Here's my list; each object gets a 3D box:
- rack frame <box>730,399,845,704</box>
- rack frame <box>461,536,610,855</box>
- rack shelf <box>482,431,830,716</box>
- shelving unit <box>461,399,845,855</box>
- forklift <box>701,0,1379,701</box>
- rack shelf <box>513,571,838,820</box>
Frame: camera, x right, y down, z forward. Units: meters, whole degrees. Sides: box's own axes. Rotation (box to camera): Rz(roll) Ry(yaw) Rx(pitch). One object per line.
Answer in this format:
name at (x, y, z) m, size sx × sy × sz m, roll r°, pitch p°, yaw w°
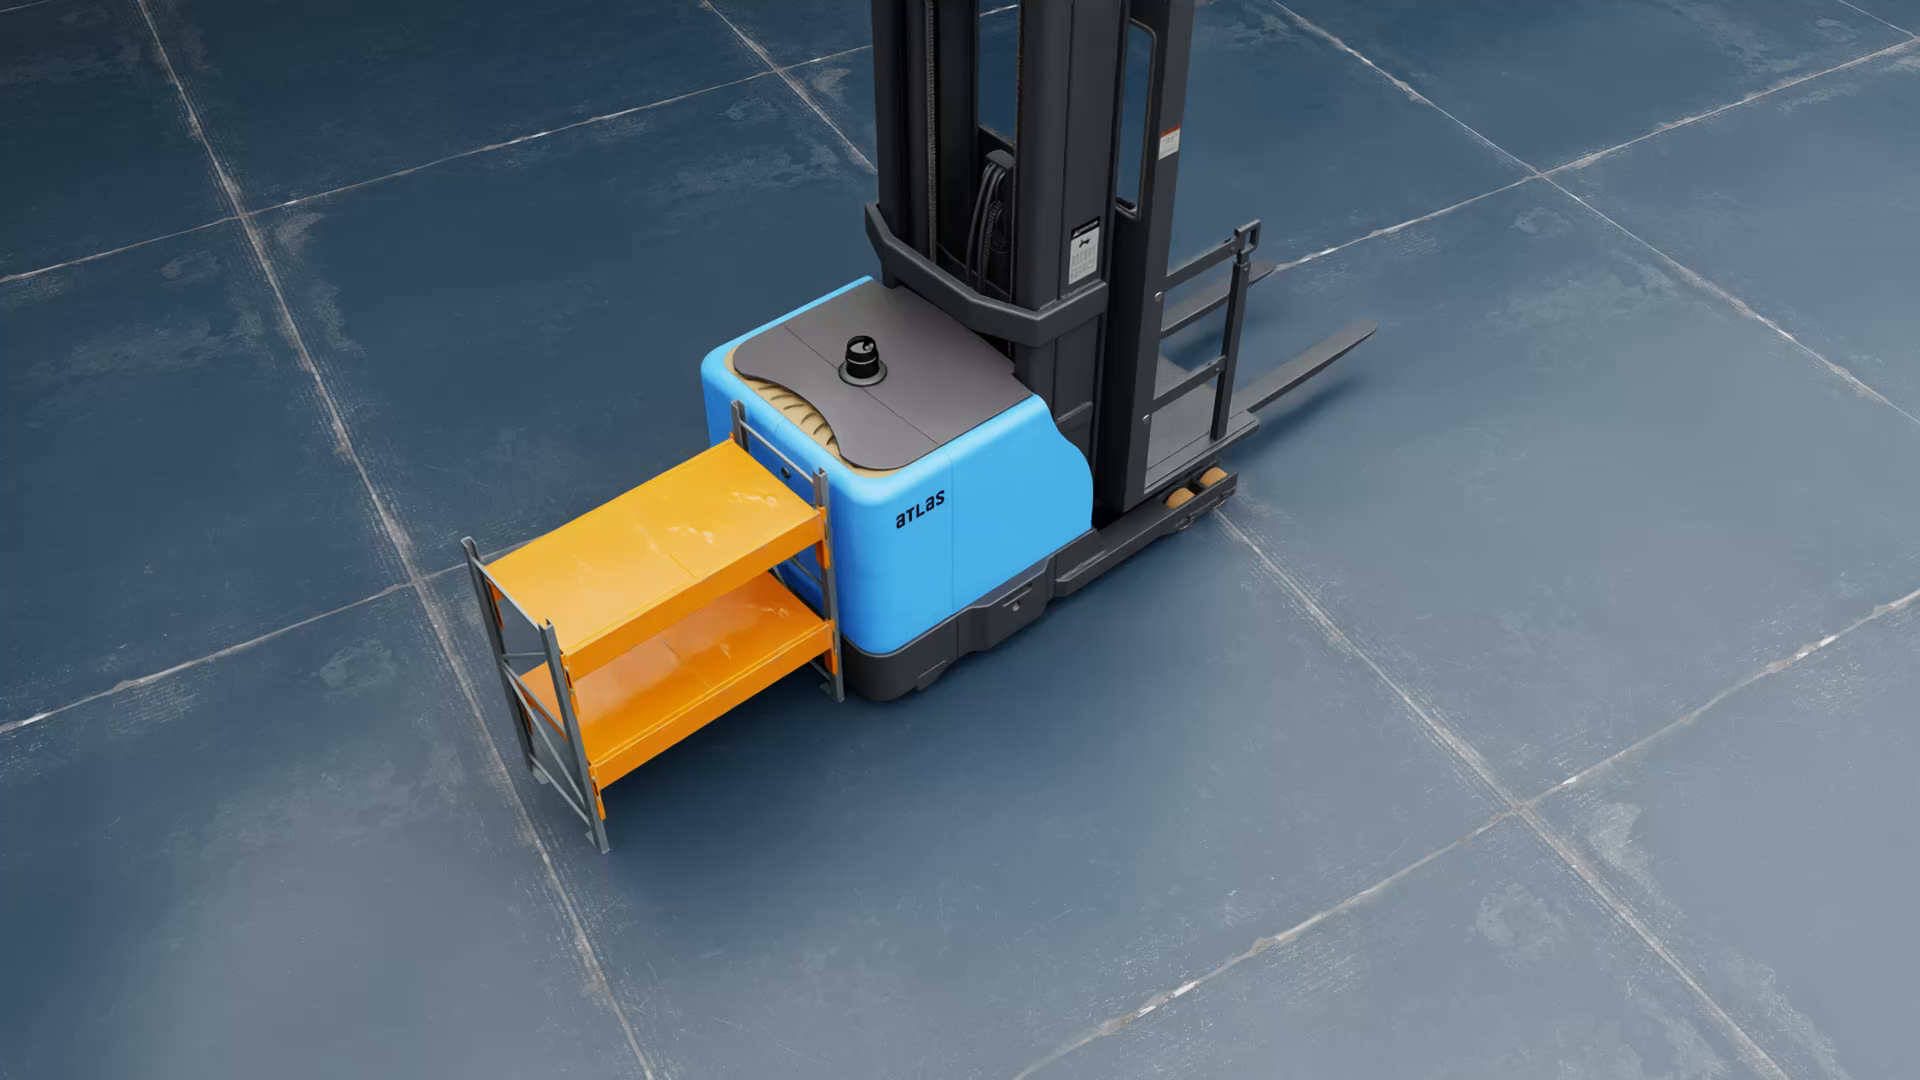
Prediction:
rack frame at (-0.602, 0.063, 5.878) m, size 0.032 × 1.125 × 0.500 m, roll -31°, pitch 52°, yaw -28°
rack frame at (-1.367, 0.529, 5.398) m, size 0.032 × 1.125 × 0.500 m, roll -31°, pitch 52°, yaw -28°
rack shelf at (-0.985, 0.086, 5.434) m, size 1.000 × 0.278 × 0.538 m, roll -31°, pitch 52°, yaw -28°
shelving unit at (-0.985, 0.296, 5.638) m, size 1.048 × 1.125 × 0.538 m, roll -31°, pitch 52°, yaw -28°
forklift at (0.510, -1.348, 6.034) m, size 3.031 × 2.935 × 1.130 m, roll -31°, pitch 52°, yaw -28°
rack shelf at (-0.985, 0.471, 5.808) m, size 1.000 × 0.278 × 0.538 m, roll -31°, pitch 52°, yaw -28°
